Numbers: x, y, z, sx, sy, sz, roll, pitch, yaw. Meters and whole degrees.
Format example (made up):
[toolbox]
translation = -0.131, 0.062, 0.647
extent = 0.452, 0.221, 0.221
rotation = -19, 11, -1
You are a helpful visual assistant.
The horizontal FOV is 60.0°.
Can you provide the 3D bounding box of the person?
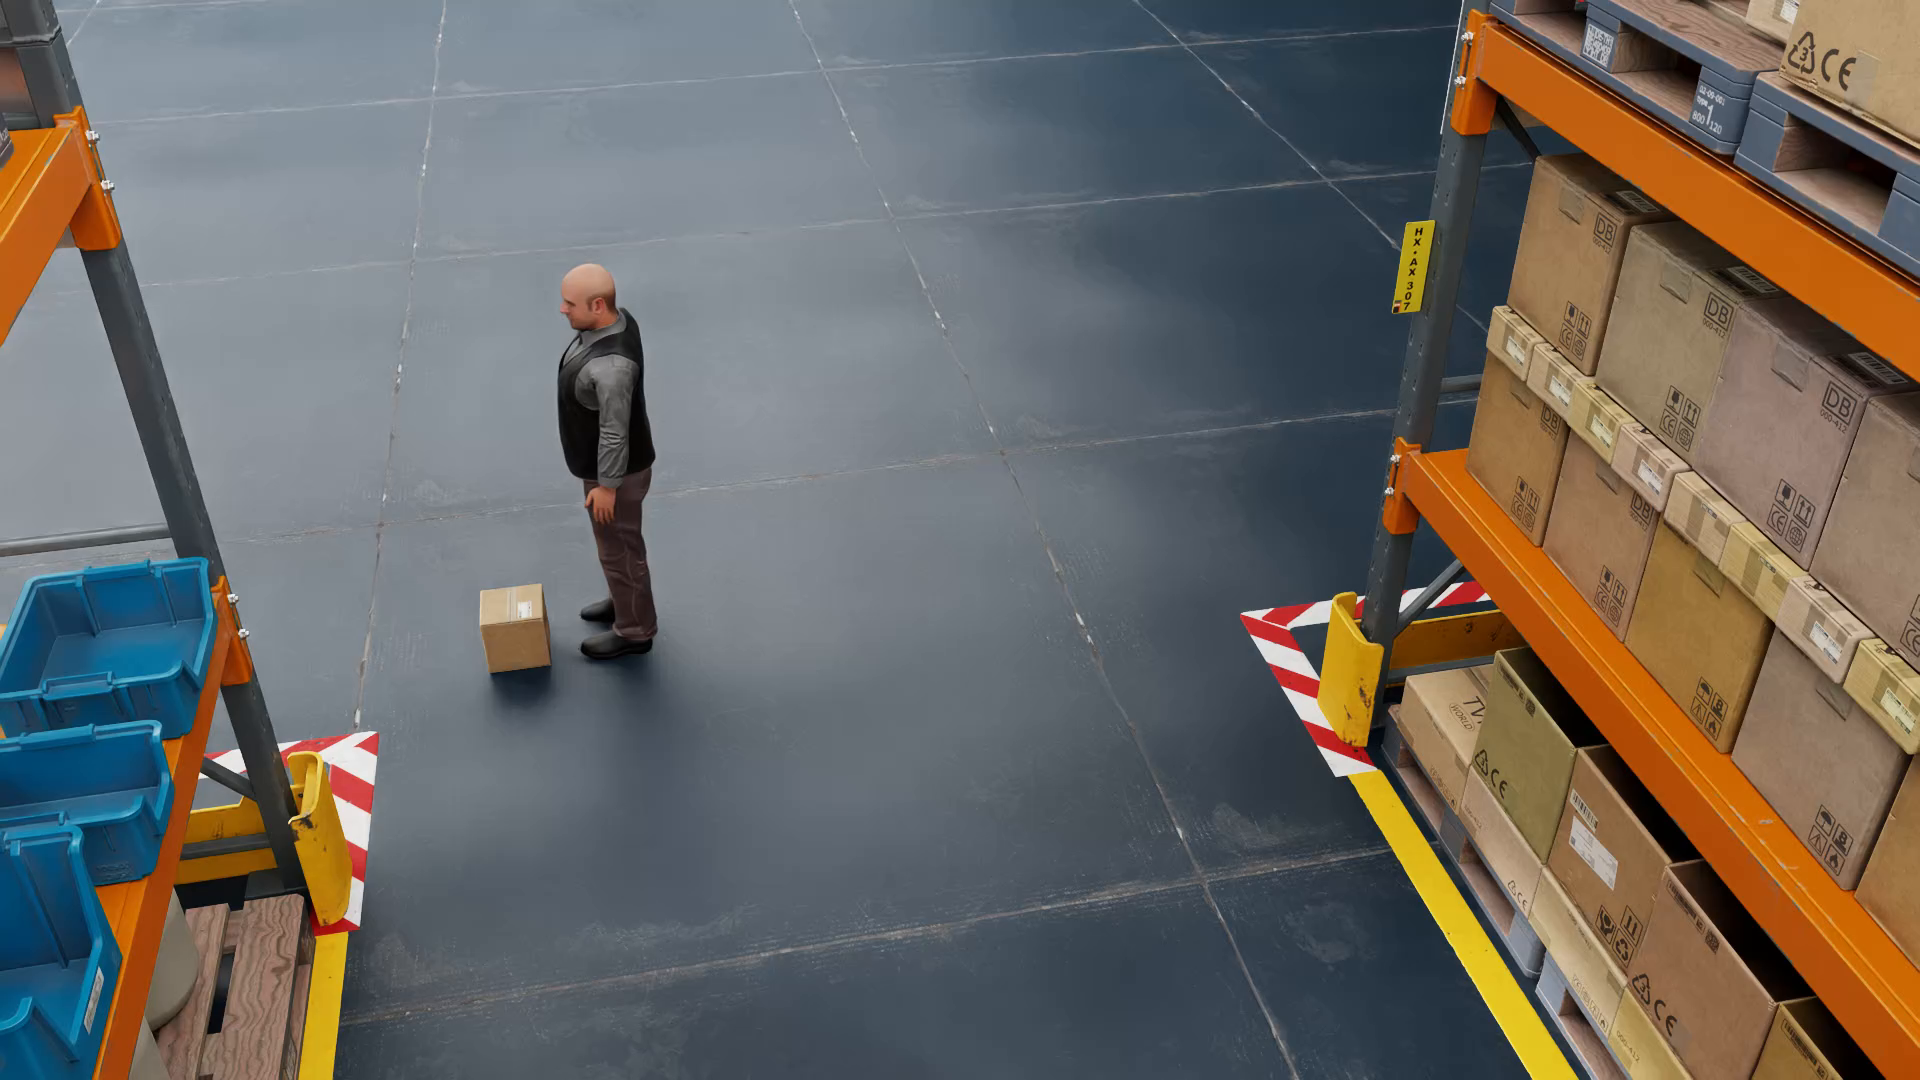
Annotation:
[person]
translation = -1.409, -0.287, 6.592
extent = 0.404, 1.735, 0.536
rotation = -7, 35, -11
